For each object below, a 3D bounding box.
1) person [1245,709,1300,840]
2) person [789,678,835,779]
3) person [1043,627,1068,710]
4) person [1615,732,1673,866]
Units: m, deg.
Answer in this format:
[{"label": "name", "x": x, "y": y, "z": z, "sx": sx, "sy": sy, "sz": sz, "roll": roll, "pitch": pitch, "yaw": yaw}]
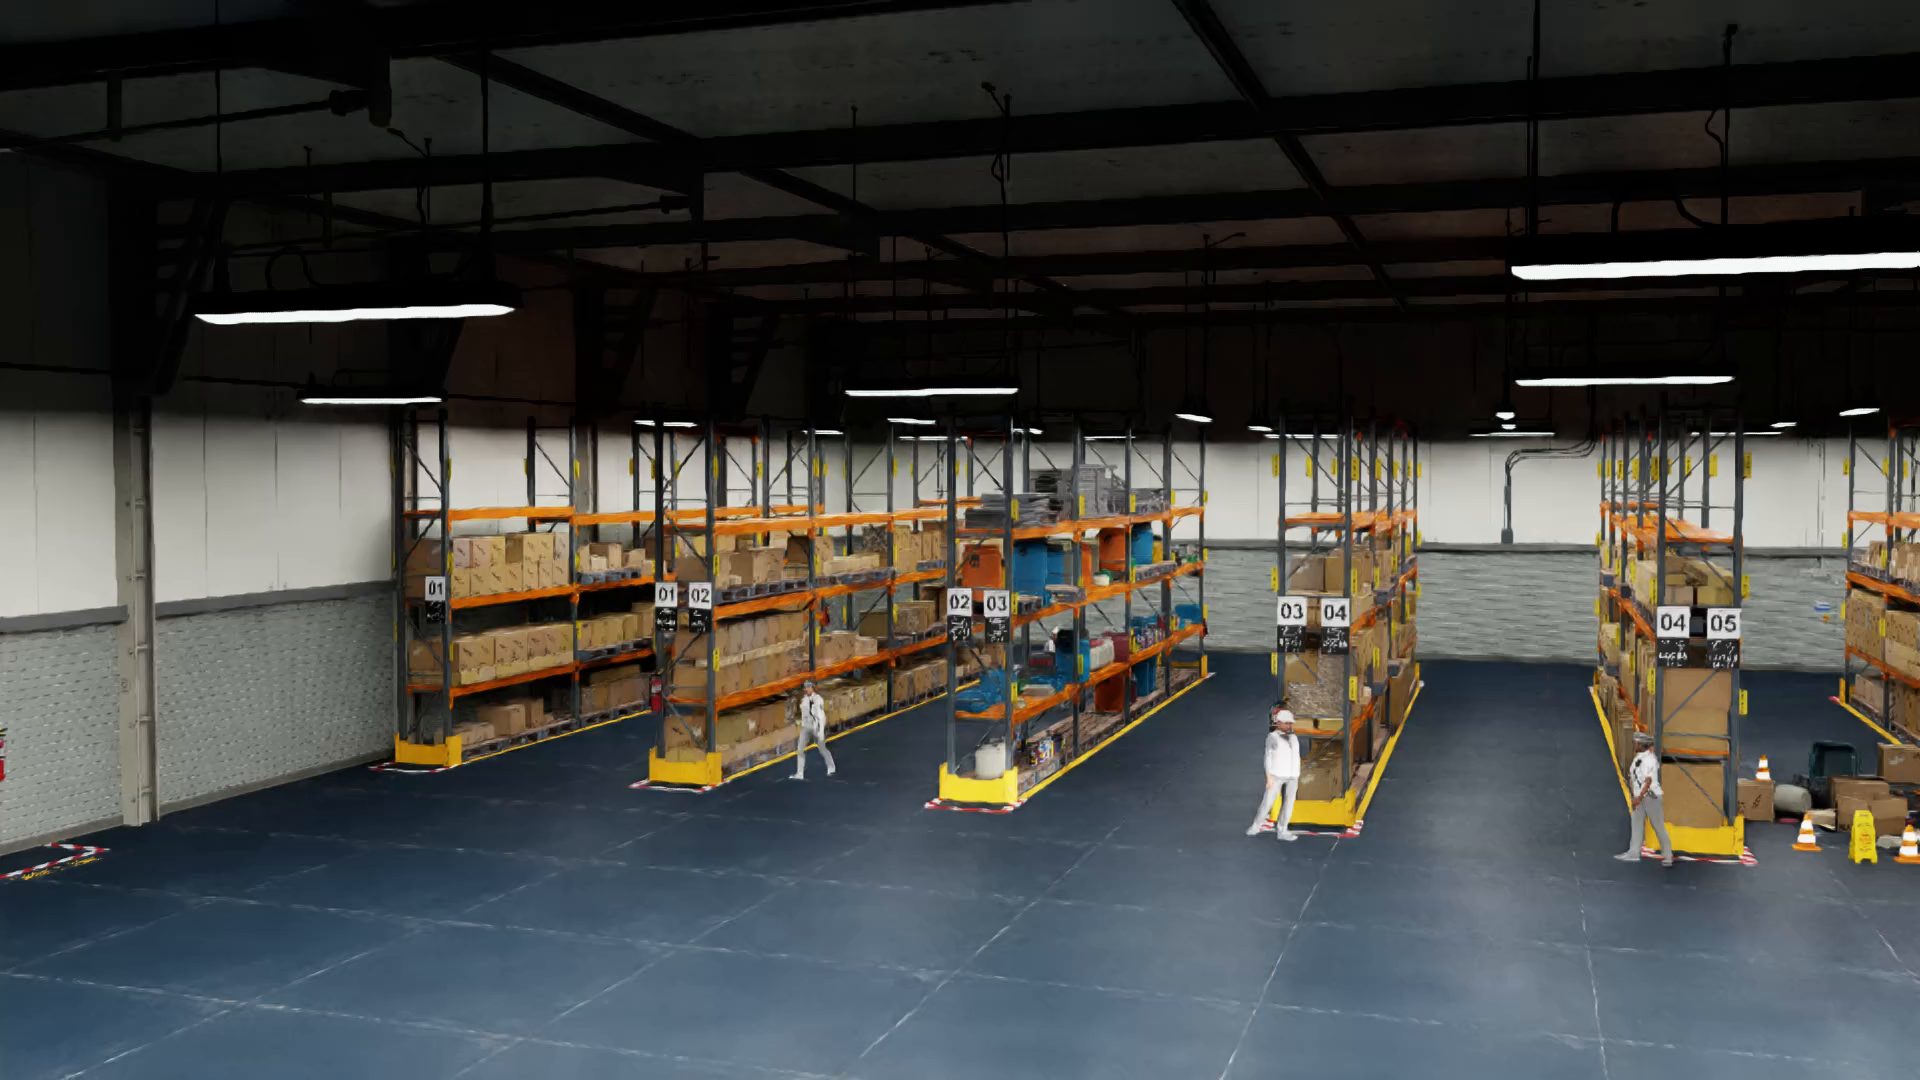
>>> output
[{"label": "person", "x": 4.232, "y": 3.159, "z": 22.429, "sx": 0.722, "sy": 1.763, "sz": 0.519, "roll": -1, "pitch": 3, "yaw": -24}, {"label": "person", "x": -2.344, "y": 3.029, "z": 26.840, "sx": 0.503, "sy": 1.626, "sz": 0.902, "roll": 2, "pitch": 3, "yaw": 34}, {"label": "person", "x": 2.008, "y": 2.664, "z": 34.420, "sx": 0.661, "sy": 1.742, "sz": 0.552, "roll": 1, "pitch": 3, "yaw": 18}, {"label": "person", "x": 8.688, "y": 3.262, "z": 21.039, "sx": 0.621, "sy": 1.645, "sz": 0.557, "roll": 0, "pitch": 2, "yaw": -1}]
